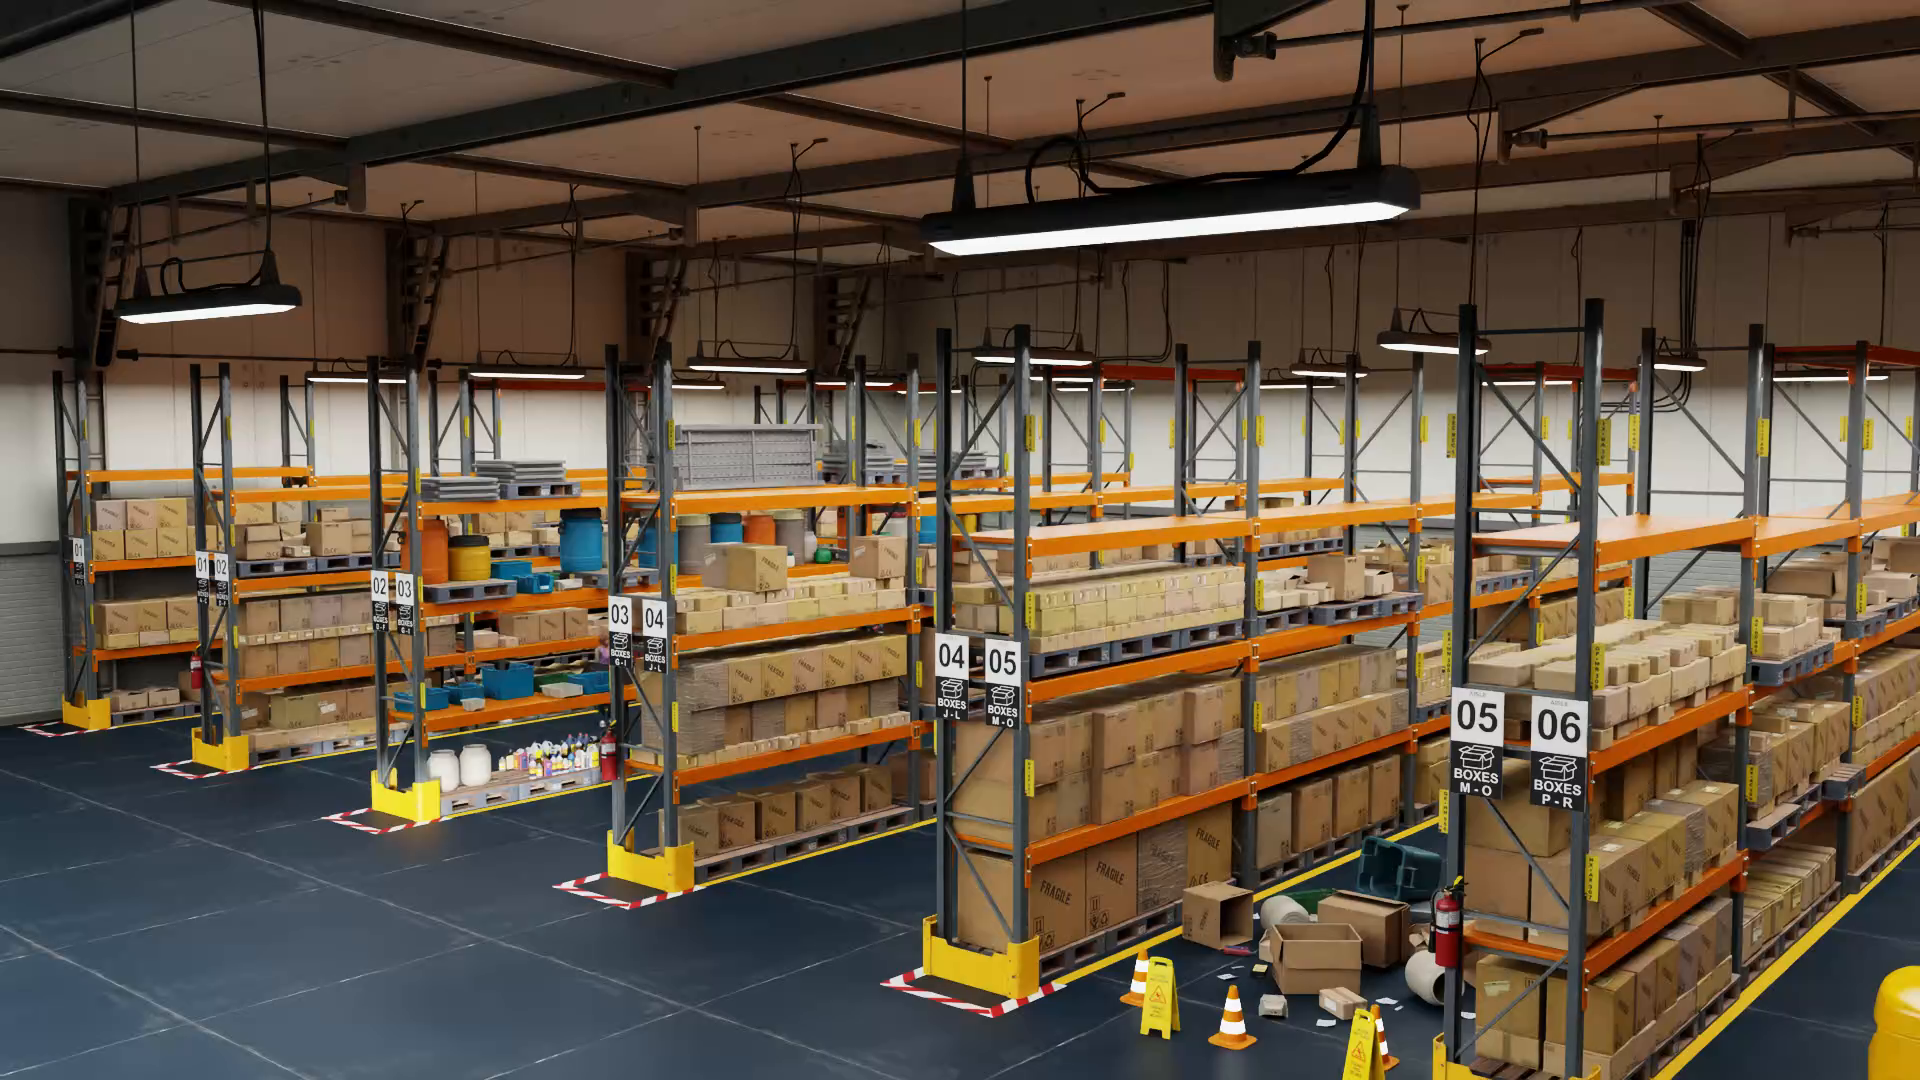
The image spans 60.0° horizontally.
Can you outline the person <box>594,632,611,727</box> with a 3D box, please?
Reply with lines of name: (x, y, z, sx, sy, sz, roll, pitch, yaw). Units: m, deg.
person: (-5.991, 2.372, 28.105, 0.332, 1.660, 0.499, 4, 6, 42)
